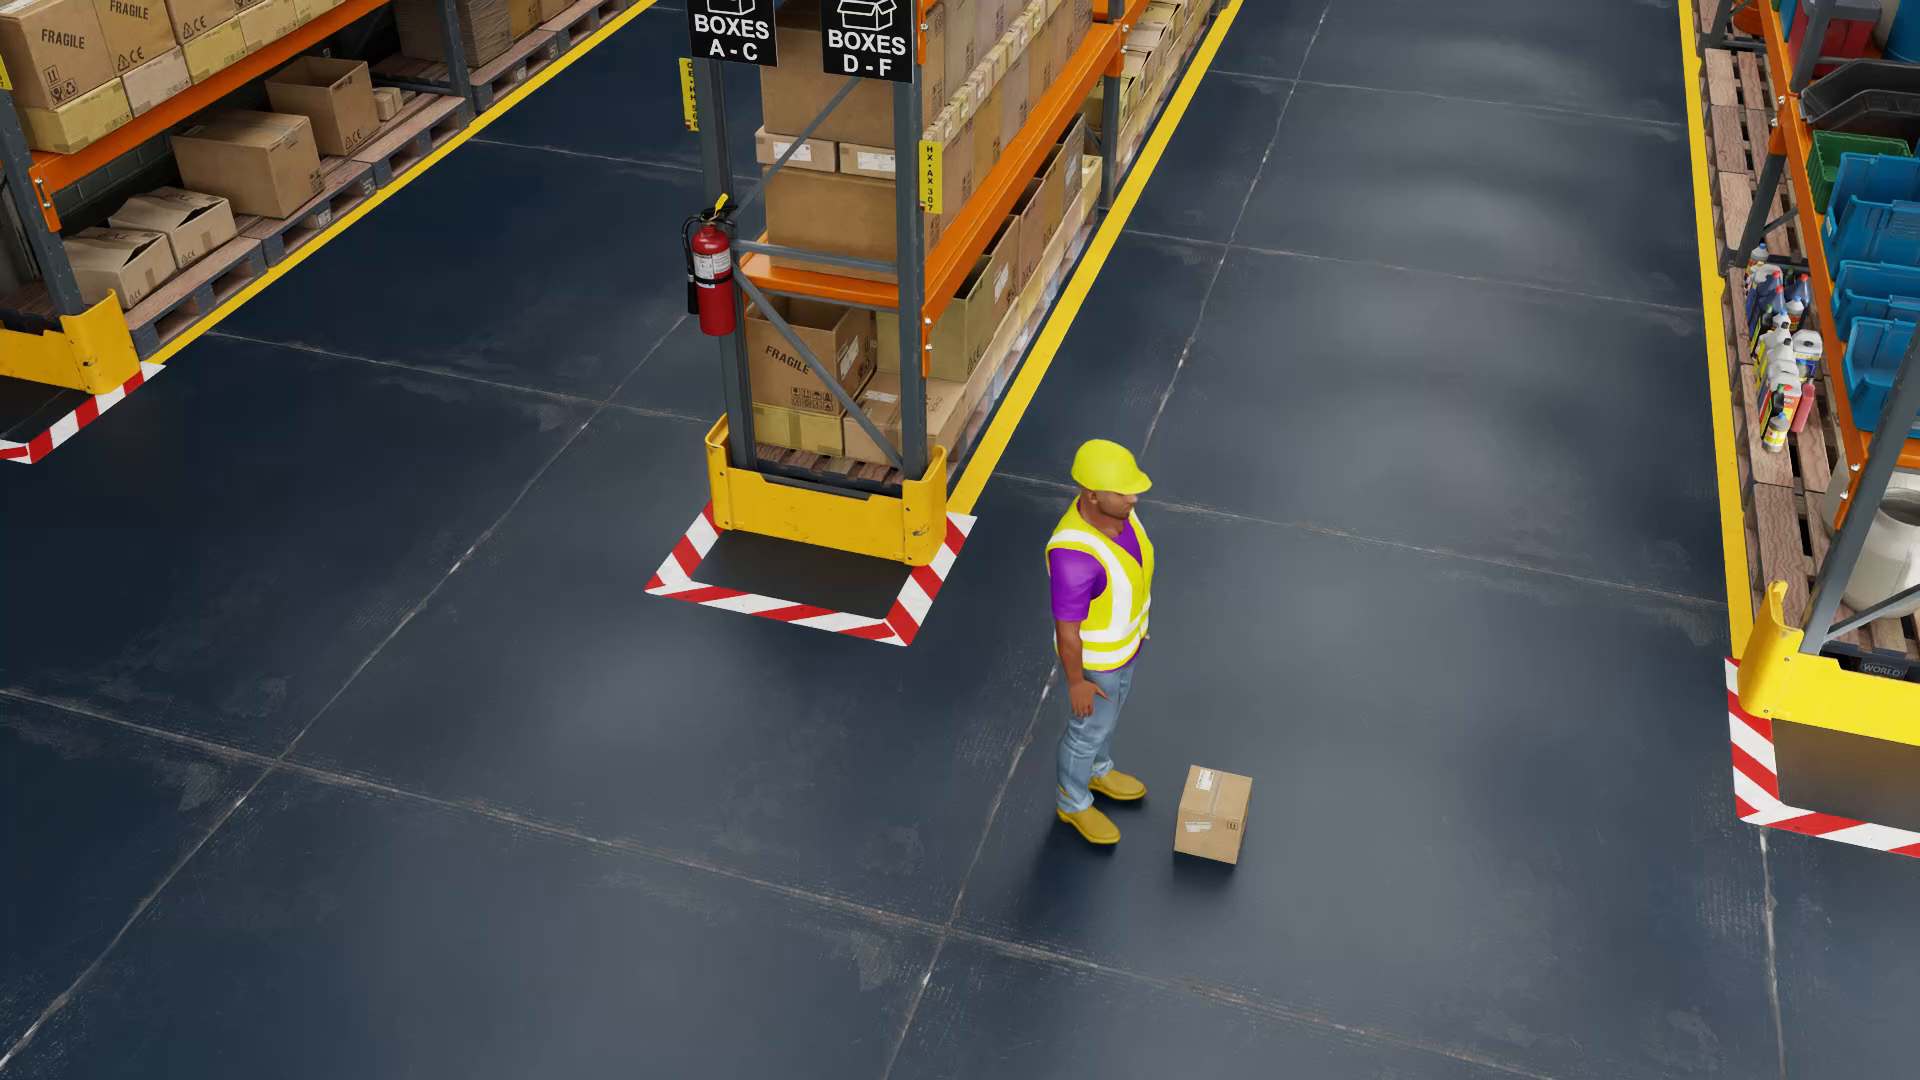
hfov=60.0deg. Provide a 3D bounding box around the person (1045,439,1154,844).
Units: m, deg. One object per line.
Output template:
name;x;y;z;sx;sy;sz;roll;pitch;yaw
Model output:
person;0.535;0.393;6.306;0.380;1.768;0.576;15;39;19
